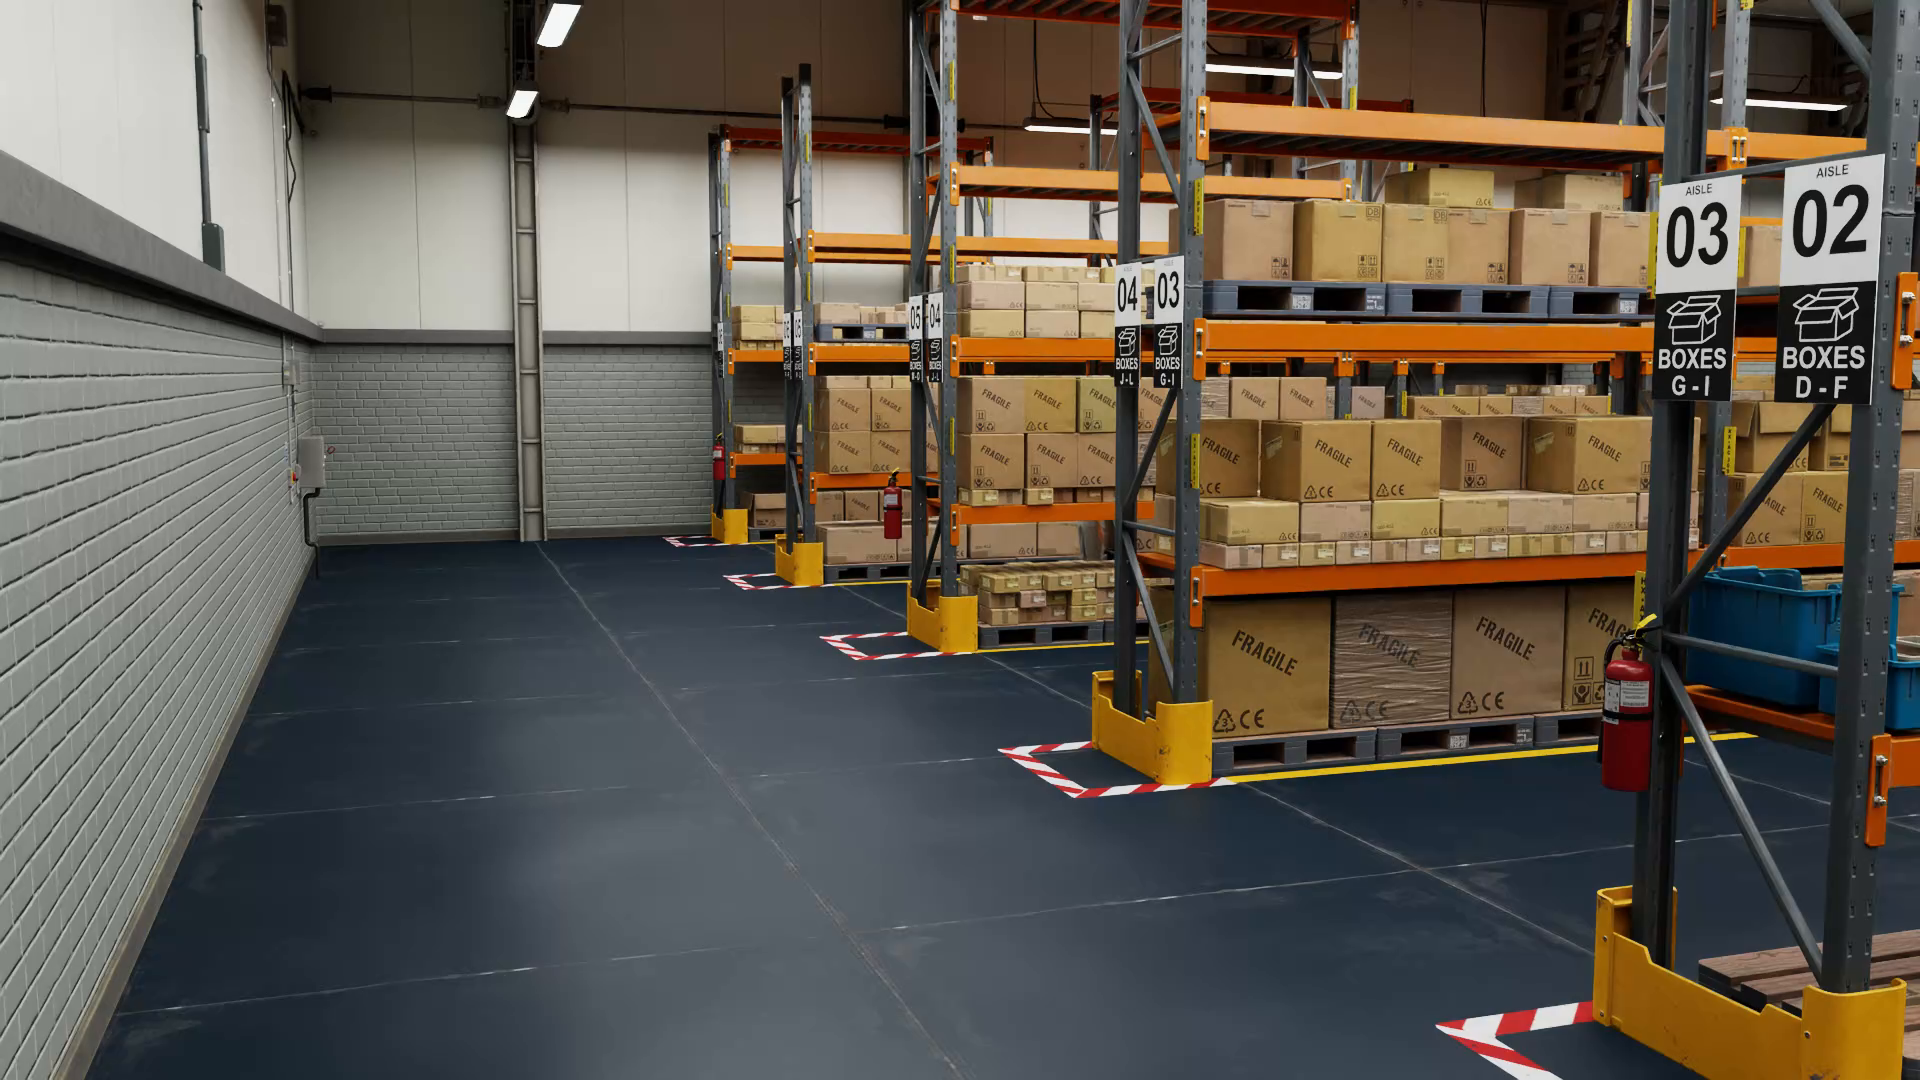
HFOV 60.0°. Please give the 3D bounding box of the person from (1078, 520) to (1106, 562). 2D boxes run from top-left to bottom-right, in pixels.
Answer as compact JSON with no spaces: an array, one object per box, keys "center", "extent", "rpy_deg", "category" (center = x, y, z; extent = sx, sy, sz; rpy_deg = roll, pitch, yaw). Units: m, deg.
[{"center":[1.381,-0.108,17.456],"extent":[0.397,1.676,0.441],"rpy_deg":[-1,6,-12],"category":"person"}]
